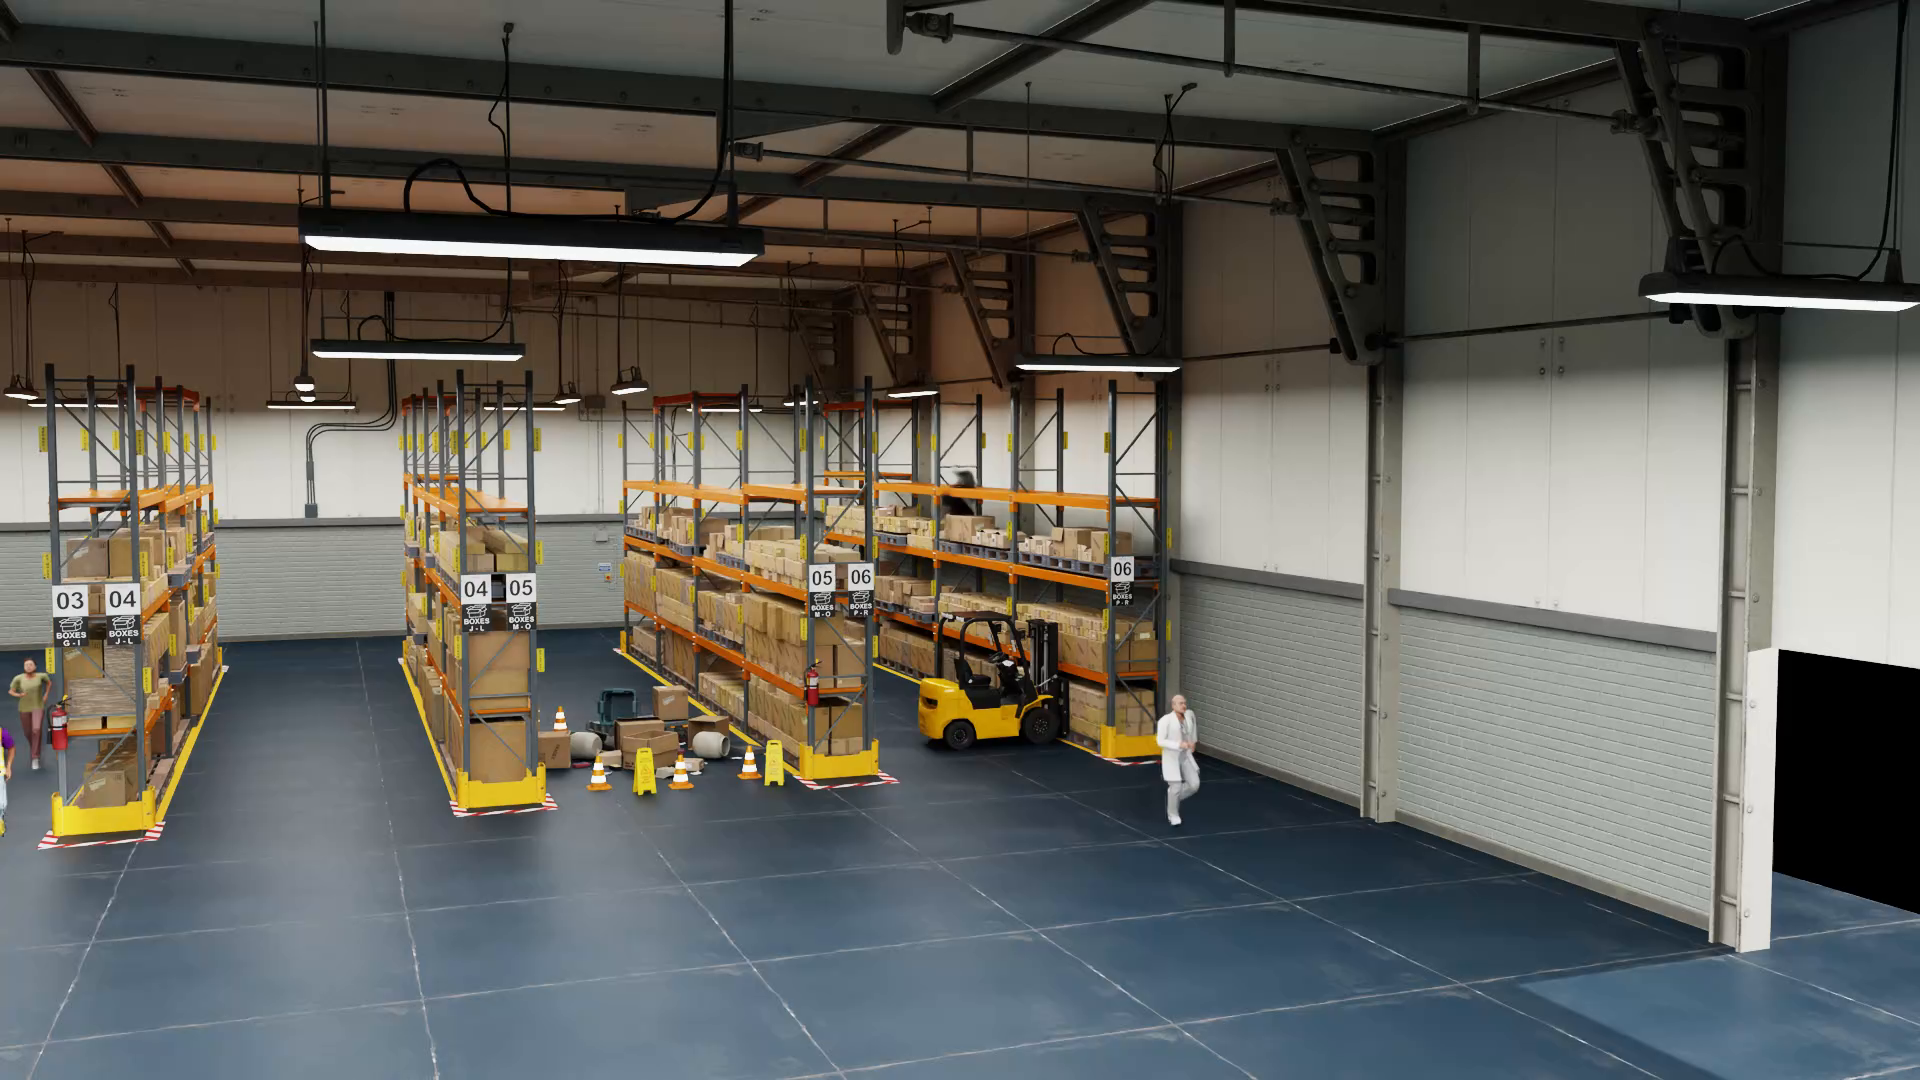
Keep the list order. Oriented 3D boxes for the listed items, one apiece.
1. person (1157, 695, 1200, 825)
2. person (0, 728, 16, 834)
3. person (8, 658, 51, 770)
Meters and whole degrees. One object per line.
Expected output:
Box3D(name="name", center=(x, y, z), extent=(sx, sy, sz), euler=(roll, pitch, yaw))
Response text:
Box3D(name="person", center=(2.881, 2.869, 21.629), extent=(0.761, 1.728, 0.724), euler=(-2, 4, -27))
Box3D(name="person", center=(-12.083, 2.939, 20.639), extent=(0.697, 1.721, 0.565), euler=(-2, 4, -36))
Box3D(name="person", center=(-14.437, 2.671, 25.820), extent=(0.544, 1.709, 1.009), euler=(-1, 4, -19))
